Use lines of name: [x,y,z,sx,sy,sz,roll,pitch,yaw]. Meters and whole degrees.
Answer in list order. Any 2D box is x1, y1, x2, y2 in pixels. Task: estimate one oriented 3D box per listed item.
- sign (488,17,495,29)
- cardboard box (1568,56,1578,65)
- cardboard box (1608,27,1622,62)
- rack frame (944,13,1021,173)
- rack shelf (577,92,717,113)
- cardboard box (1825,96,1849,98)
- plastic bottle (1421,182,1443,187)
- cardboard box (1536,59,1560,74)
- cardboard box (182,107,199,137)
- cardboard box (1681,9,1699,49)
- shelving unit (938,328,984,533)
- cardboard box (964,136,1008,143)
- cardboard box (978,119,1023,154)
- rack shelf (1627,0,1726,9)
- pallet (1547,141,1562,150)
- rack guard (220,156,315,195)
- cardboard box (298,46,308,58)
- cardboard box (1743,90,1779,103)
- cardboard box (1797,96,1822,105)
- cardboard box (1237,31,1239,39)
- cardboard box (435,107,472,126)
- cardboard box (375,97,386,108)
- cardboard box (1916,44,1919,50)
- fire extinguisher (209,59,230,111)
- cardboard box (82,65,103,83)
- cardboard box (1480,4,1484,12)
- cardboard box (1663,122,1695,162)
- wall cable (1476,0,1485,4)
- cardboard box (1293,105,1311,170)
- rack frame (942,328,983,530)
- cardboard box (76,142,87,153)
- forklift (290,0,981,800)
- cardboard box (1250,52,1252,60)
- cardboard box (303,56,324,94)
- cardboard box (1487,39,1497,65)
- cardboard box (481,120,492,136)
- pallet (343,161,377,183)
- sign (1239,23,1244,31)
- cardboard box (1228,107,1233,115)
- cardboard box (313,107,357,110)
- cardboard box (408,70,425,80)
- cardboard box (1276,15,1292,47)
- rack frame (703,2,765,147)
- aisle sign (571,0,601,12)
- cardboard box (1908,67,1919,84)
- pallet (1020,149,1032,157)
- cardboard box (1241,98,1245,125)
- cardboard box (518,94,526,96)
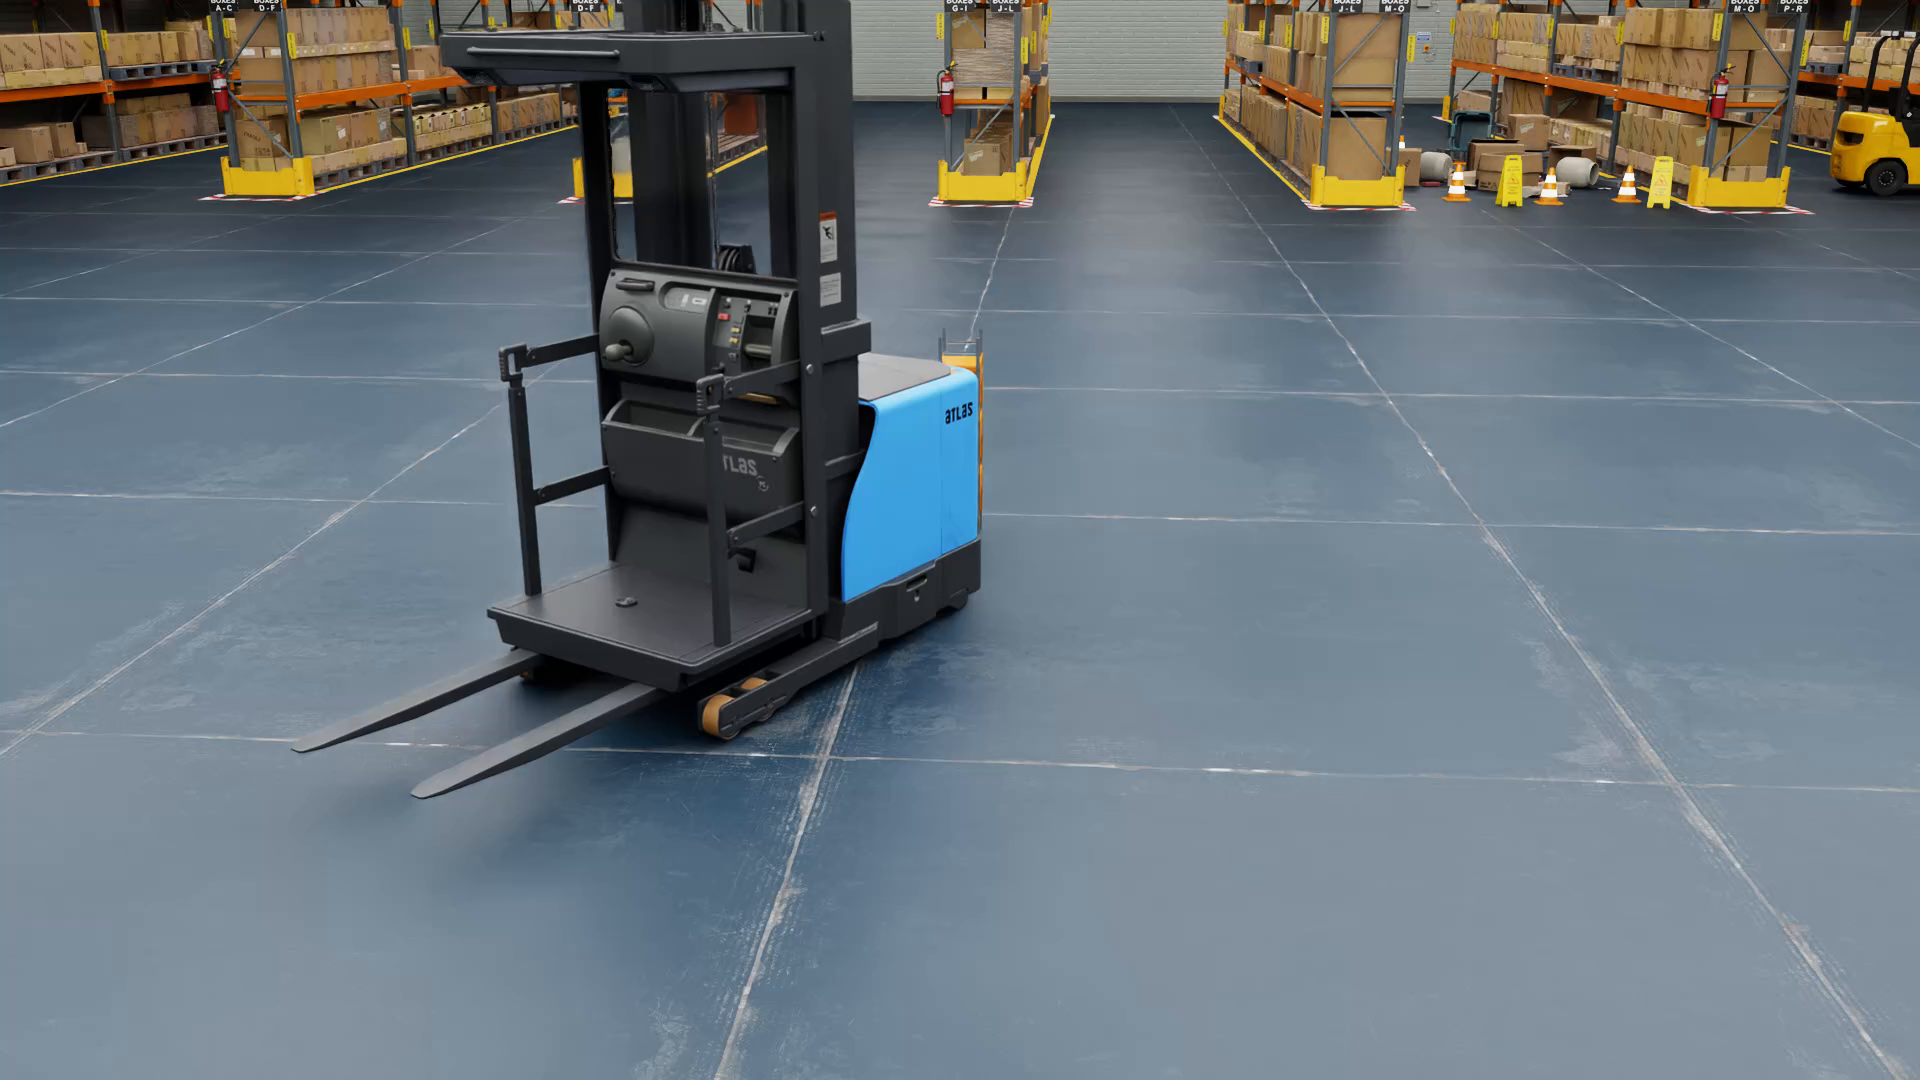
sign: [-8.455,-9.268,30.030,0.100,0.325,0.005,1,18,4]
cardboard box: [10.387,-8.013,27.789,0.380,0.149,0.250,1,18,4]
cardboard box: [10.273,-7.580,25.427,0.500,0.500,0.500,1,18,3]
rack frame: [0.298,-6.022,21.984,1.000,3.000,0.127,1,18,4]
rack shelf: [-4.499,-6.412,24.329,1.077,0.370,4.000,1,18,4]
cardboard box: [16.095,-8.054,30.483,0.380,0.149,0.250,1,18,4]
plastic bottle: [6.815,-5.135,23.996,0.283,0.061,0.133,-5,19,-15]
cardboard box: [10.533,-8.377,29.412,0.500,0.250,0.500,1,18,2]
cardboard box: [-14.103,-7.477,29.734,0.700,0.500,0.500,1,18,4]
cardboard box: [10.045,-6.785,22.070,0.700,0.500,0.500,1,18,4]
shelving unit: [0.004,-0.516,8.310,0.215,1.050,0.252,1,18,4]
cardboard box: [0.368,-5.414,23.468,0.500,0.500,0.500,6,19,18]
cardboard box: [0.650,-6.476,26.677,0.700,0.500,0.500,0,18,0]
rack shelf: [10.326,-7.506,22.850,1.077,0.370,4.000,1,18,4]
pallet: [10.698,-6.718,28.586,1.003,0.211,1.213,1,18,4]
rack guard: [-9.585,-5.049,23.029,1.175,0.500,0.348,1,18,4]
cardboard box: [-9.324,-6.799,23.154,0.380,0.149,0.250,1,18,2]
cardboard box: [10.413,-5.782,21.656,0.380,0.149,0.250,1,18,4]
cardboard box: [15.613,-8.066,30.520,0.380,0.149,0.250,0,18,1]
cardboard box: [5.611,-9.858,32.464,0.380,0.149,0.250,2,18,7]
cardboard box: [-8.871,-7.402,29.036,0.500,0.311,0.500,1,18,4]
cardboard box: [-13.363,-9.960,37.341,0.700,0.500,0.500,1,18,4]
cardboard box: [15.285,-7.798,26.201,0.380,0.149,0.250,1,18,4]
fire extinguisher: [-10.055,-6.181,22.594,0.296,0.674,0.183,1,18,4]
cardboard box: [-13.969,-7.380,26.339,0.500,0.250,0.500,1,18,4]
cardboard box: [10.904,-10.934,34.166,0.380,0.149,0.250,1,18,4]
cardboard box: [10.014,-5.467,22.827,0.500,0.500,0.500,2,18,6]
wall cable: [13.126,-12.977,41.577,0.588,1.984,0.122,1,18,4]
cardboard box: [5.349,-5.838,24.161,0.875,0.875,0.875,1,18,4]
rack frame: [0.013,-0.553,8.426,0.200,1.050,0.008,1,18,4]
cardboard box: [-14.246,-6.292,26.652,0.380,0.166,0.250,-1,18,-3]
forklift: [-1.137,-0.819,6.217,1.130,2.935,3.031,12,21,32]
cardboard box: [5.408,-8.685,29.841,0.380,0.149,0.250,1,18,4]
cardboard box: [-9.504,-6.600,23.587,0.700,0.500,0.500,2,18,5]
cardboard box: [10.821,-9.725,33.125,0.500,0.500,0.500,1,18,4]
cardboard box: [-8.804,-7.453,30.093,0.500,0.250,0.500,2,18,5]
pallet: [-9.480,-5.536,24.978,1.003,0.211,1.213,1,18,4]
sign: [5.556,-10.028,32.820,0.100,0.325,0.005,1,18,4]
cardboard box: [5.924,-9.144,35.417,0.380,0.149,0.250,0,18,1]
cardboard box: [-9.670,-6.443,25.807,0.500,0.500,0.500,1,18,4]
cardboard box: [-9.029,-7.638,27.319,0.380,0.149,0.250,1,18,4]
cardboard box: [5.734,-8.591,28.058,0.700,0.500,0.500,1,18,3]
rack frame: [-4.069,-8.617,29.904,1.000,3.000,0.127,1,18,4]
aisle sign: [-4.944,-7.352,21.869,0.394,0.787,0.004,1,18,4]
cardboard box: [15.292,-7.334,26.230,0.500,0.250,0.500,1,18,4]
pallet: [0.639,-6.181,26.948,1.003,0.211,1.213,1,18,4]
cardboard box: [5.780,-8.395,32.566,0.500,0.500,0.500,2,18,6]
cardboard box: [-9.027,-8.682,33.409,0.500,0.500,0.500,2,18,5]
